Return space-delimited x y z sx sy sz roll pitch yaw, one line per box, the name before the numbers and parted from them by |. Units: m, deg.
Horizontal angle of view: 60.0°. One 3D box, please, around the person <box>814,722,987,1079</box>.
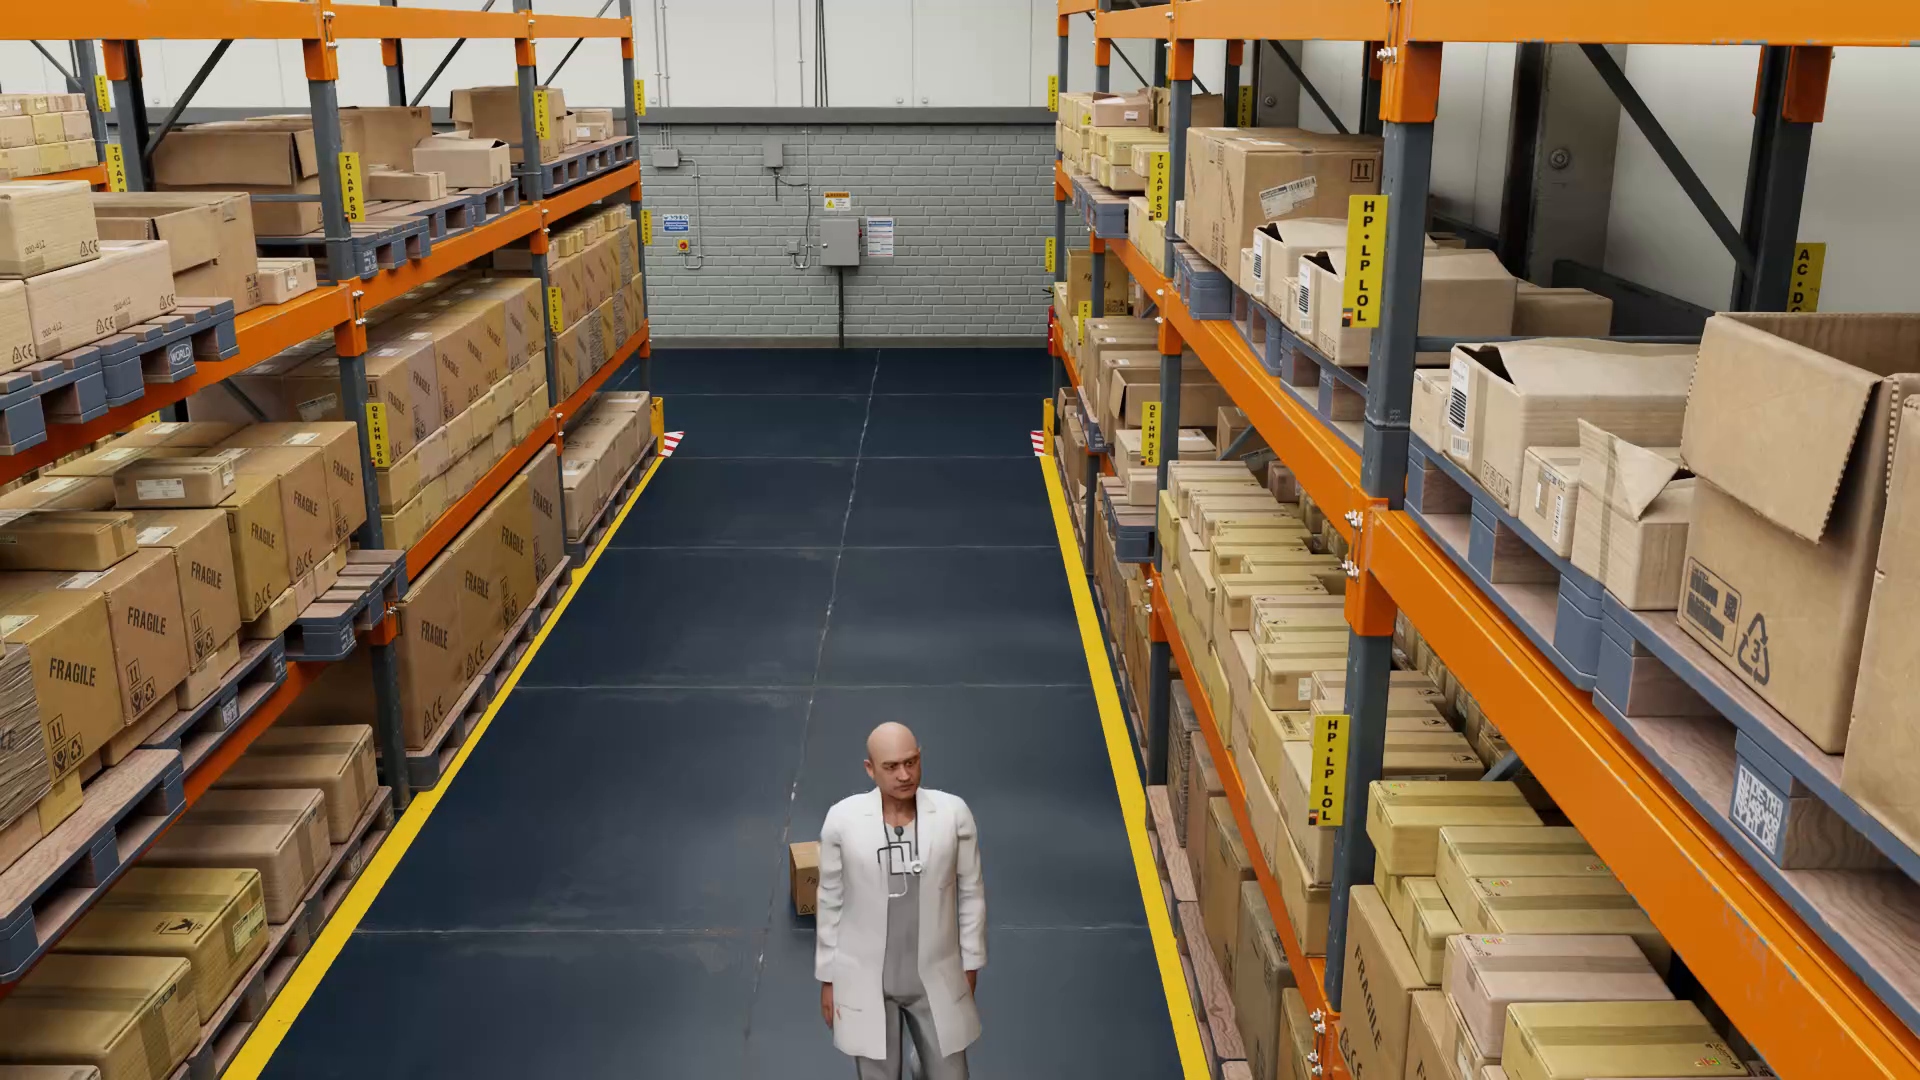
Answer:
person | -0.201 1.466 5.673 0.594 1.757 0.717 -1 17 -5
